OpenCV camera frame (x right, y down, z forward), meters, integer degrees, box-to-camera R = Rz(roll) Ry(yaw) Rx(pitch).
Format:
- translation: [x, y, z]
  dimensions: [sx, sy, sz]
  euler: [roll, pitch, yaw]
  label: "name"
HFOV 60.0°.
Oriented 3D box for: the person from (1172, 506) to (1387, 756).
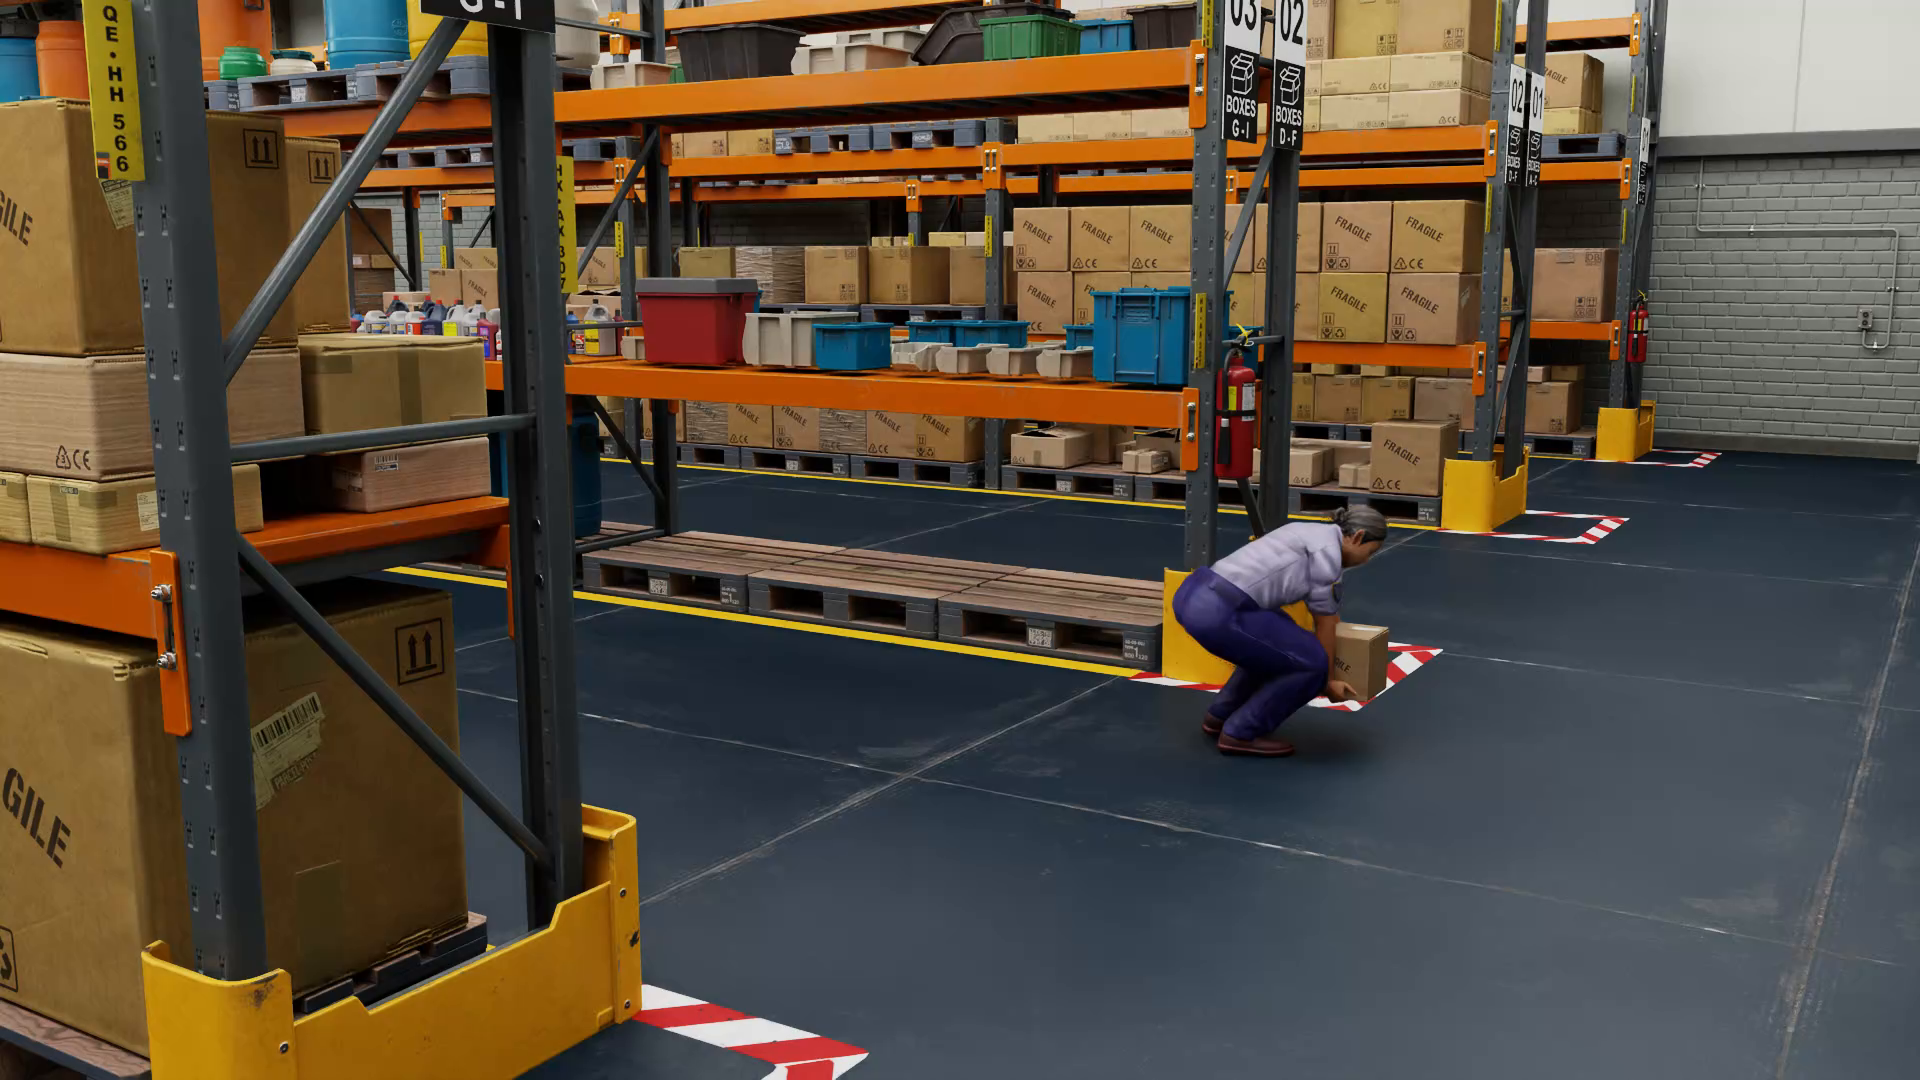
- translation: [1.263, 0.345, 6.536]
  dimensions: [0.847, 0.944, 0.512]
  euler: [-1, 10, -5]
  label: "person"
